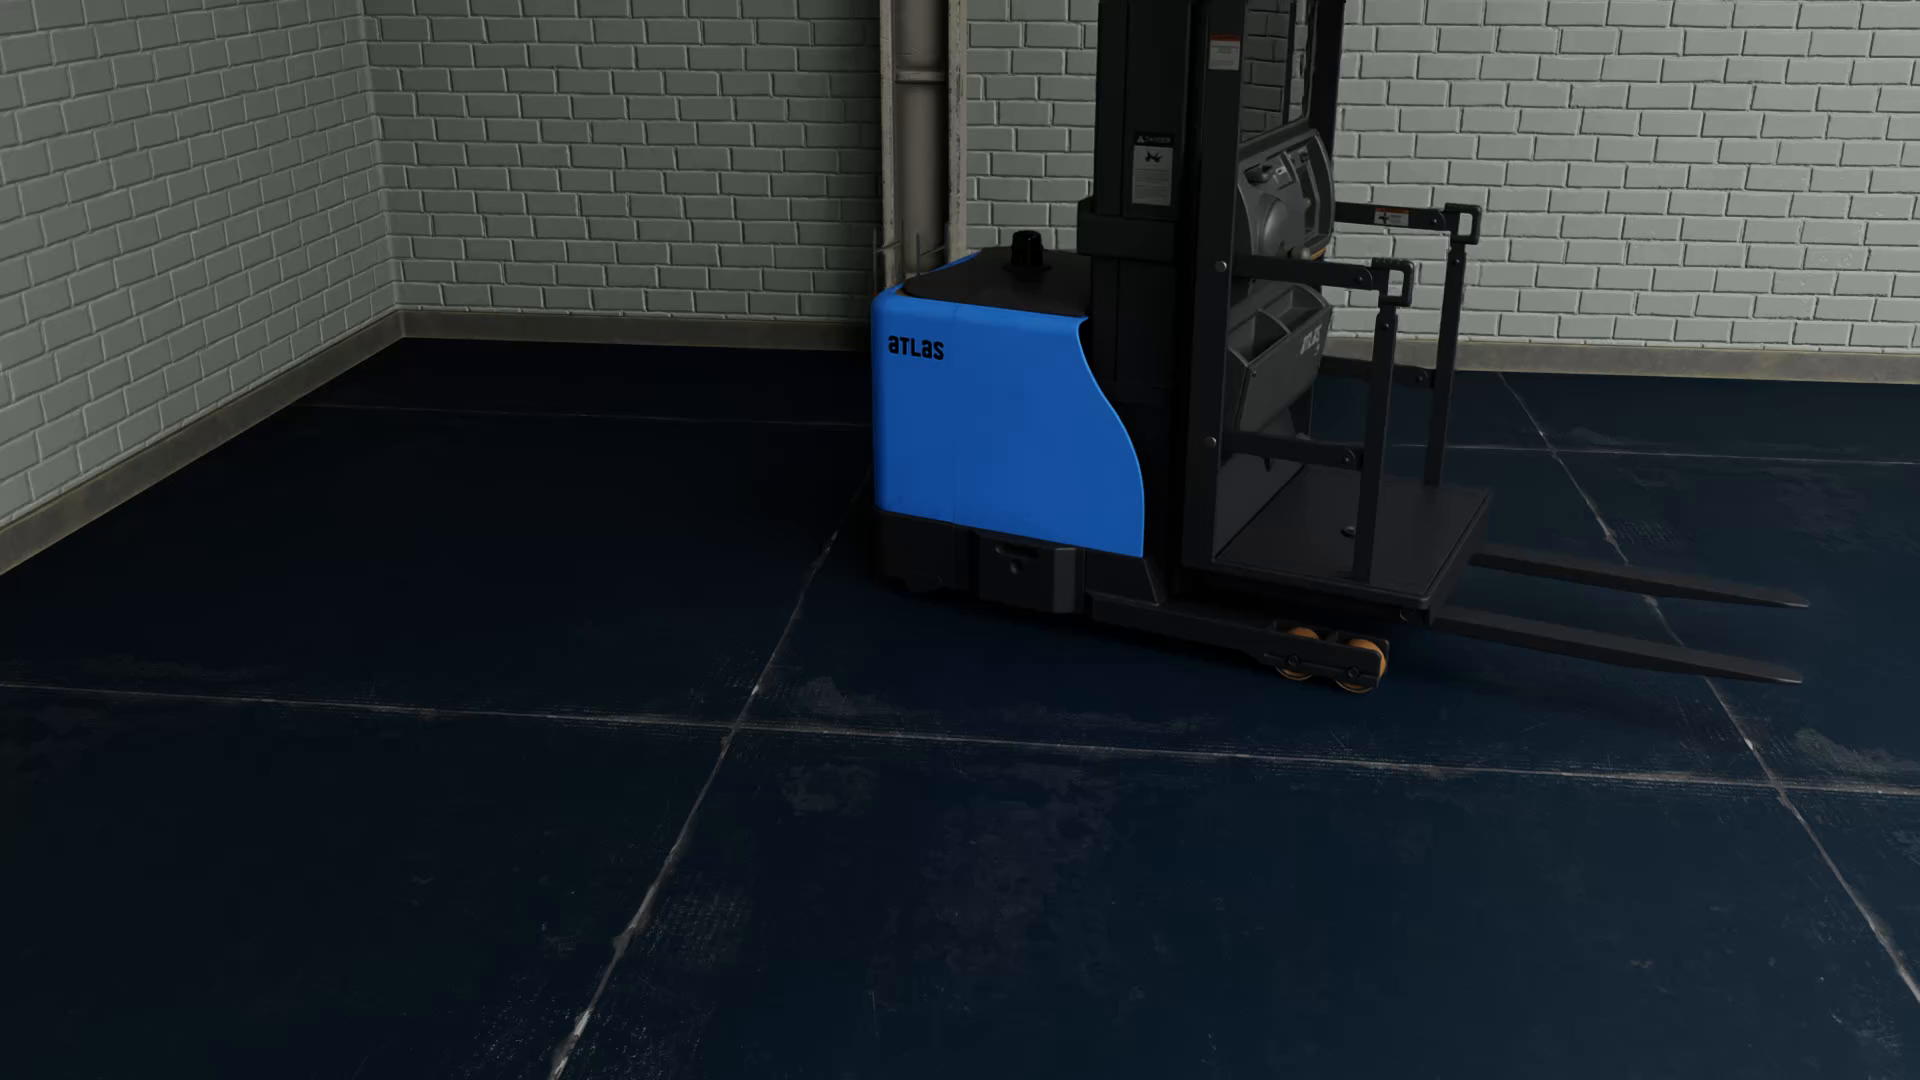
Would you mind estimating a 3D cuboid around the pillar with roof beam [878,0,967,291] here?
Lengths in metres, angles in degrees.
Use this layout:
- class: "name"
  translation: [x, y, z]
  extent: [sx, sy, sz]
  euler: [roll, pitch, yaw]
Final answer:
- class: "pillar with roof beam"
  translation: [-0.688, -3.577, 3.247]
  extent: [0.400, 9.000, 9.100]
  euler: [2, 22, 6]

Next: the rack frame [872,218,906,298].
- class: "rack frame"
  translation: [-0.262, -0.606, 6.341]
  extent: [0.006, 1.200, 0.240]
  euler: [11, 24, 25]

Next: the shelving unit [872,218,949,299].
- class: "shelving unit"
  translation: [-0.181, -0.591, 6.302]
  extent: [0.189, 1.200, 0.258]
  euler: [11, 24, 25]

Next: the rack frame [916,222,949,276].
- class: "rack frame"
  translation: [-0.099, -0.576, 6.264]
  extent: [0.006, 1.200, 0.240]
  euler: [11, 24, 25]

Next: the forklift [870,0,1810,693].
- class: "forklift"
  translation: [1.230, -1.106, 5.250]
  extent: [3.031, 2.935, 1.130]
  euler: [11, 24, 25]

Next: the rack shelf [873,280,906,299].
- class: "rack shelf"
  translation: [-0.181, -0.884, 6.186]
  extent: [0.180, 0.103, 0.258]
  euler: [11, 24, 25]
